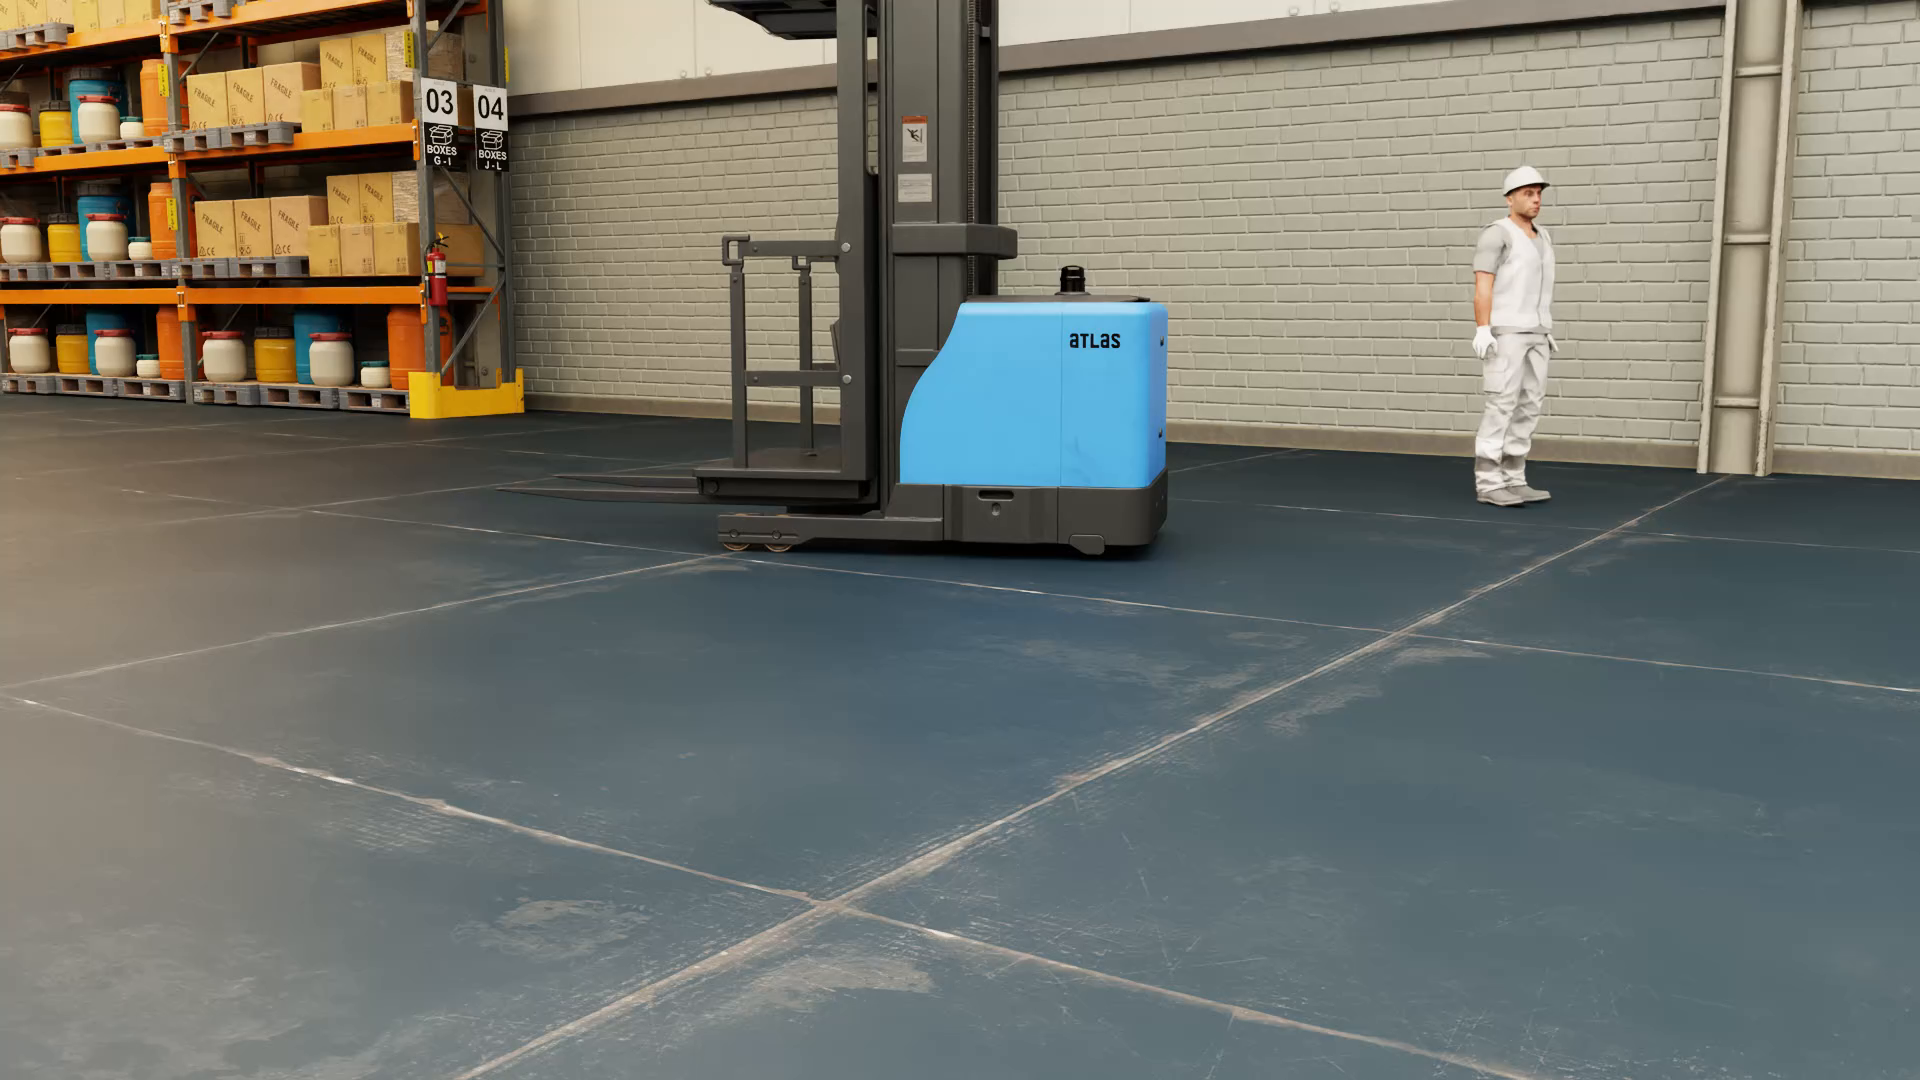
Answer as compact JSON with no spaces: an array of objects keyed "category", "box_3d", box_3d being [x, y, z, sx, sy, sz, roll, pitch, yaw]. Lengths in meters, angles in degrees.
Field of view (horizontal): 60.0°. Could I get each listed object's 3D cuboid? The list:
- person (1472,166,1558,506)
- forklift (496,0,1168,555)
[{"category":"person","box_3d":[3.002,-1.090,8.917,0.603,1.795,0.374,-6,10,-35]},{"category":"forklift","box_3d":[-0.596,-1.469,7.520,3.031,2.935,1.130,2,8,12]}]
